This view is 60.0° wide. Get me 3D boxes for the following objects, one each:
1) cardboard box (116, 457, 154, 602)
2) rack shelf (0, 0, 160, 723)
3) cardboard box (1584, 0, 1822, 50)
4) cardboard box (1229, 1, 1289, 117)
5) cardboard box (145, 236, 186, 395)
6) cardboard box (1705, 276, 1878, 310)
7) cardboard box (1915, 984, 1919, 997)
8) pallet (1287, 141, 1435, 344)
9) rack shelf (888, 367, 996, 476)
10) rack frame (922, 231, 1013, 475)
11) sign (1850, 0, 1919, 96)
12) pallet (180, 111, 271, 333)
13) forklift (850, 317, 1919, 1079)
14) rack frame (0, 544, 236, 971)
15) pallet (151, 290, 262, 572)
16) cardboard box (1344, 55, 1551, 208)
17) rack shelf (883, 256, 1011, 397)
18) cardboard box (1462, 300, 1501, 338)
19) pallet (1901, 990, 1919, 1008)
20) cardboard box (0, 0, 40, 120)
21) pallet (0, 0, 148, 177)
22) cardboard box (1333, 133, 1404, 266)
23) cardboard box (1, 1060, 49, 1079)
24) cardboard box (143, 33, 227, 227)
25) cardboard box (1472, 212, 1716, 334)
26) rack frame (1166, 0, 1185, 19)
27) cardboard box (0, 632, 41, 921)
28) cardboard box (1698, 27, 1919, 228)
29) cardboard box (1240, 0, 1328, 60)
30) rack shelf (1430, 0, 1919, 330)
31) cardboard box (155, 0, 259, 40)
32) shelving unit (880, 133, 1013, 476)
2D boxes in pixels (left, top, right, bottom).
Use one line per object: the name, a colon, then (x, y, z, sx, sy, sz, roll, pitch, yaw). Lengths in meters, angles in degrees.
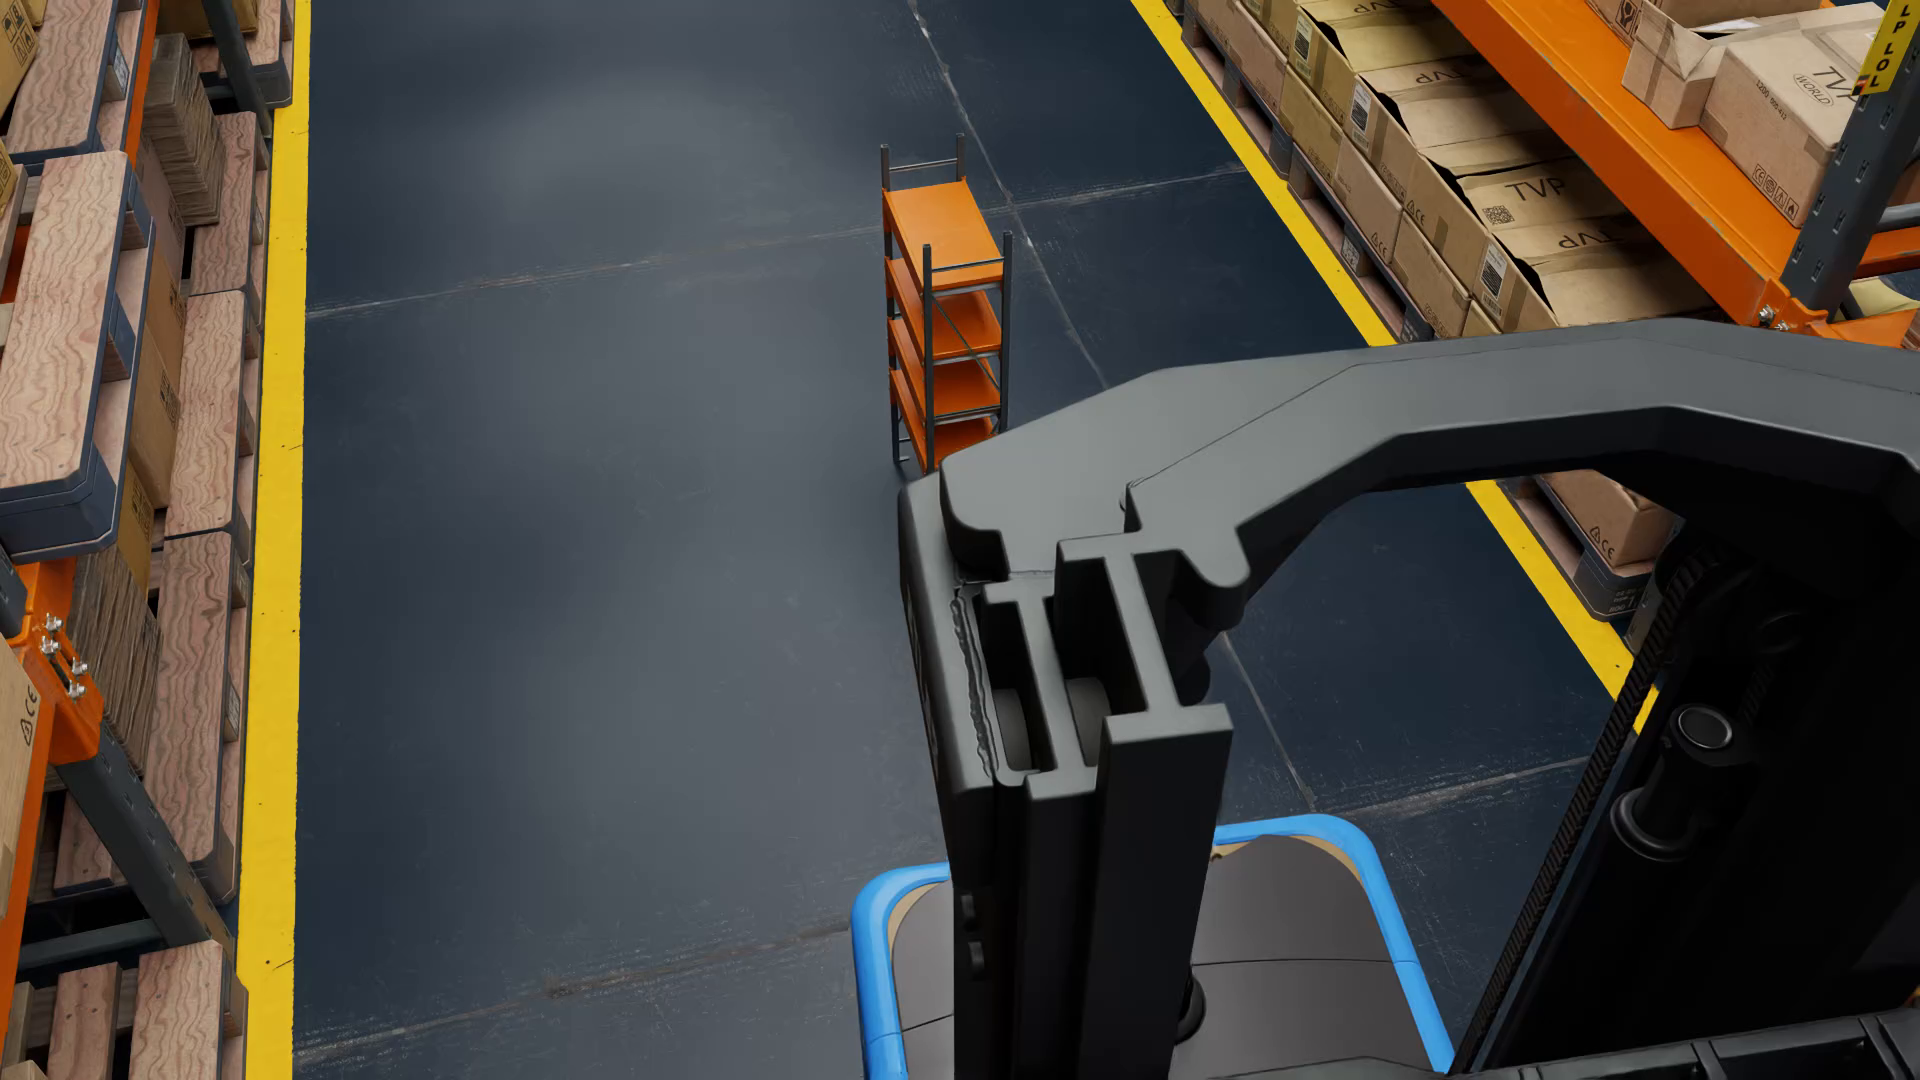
cardboard box: (-2.702, -0.023, 4.615, 0.700, 0.500, 0.500, -12, 47, -11)
rack shelf: (-2.828, -1.020, 4.653, 1.077, 0.370, 4.000, -11, 47, -10)
cardboard box: (2.156, -1.732, 4.777, 0.500, 0.500, 0.500, -8, 46, -7)
cardboard box: (1.427, -1.984, 6.725, 0.500, 0.250, 0.500, -12, 47, -11)
cardboard box: (-2.932, -0.730, 5.307, 0.700, 0.500, 0.500, -11, 47, -11)
cardboard box: (2.483, -0.858, 5.229, 0.500, 0.311, 0.500, -11, 47, -11)
cardboard box: (2.543, 1.084, 3.719, 0.500, 0.250, 0.500, -11, 47, -10)
pallet: (1.929, -1.169, 6.248, 1.003, 0.211, 1.213, -11, 47, -10)
rack shelf: (-0.042, -0.348, 5.123, 0.258, 0.148, 0.480, -11, 47, -10)
rack frame: (0.020, -0.366, 4.768, 0.240, 1.200, 0.015, -11, 47, -10)
sign: (1.949, -1.071, 3.444, 0.100, 0.325, 0.005, -11, 47, -10)
pallet: (-3.142, -1.137, 6.217, 1.003, 0.211, 1.213, -11, 47, -10)
forklift: (0.514, 1.344, 1.881, 1.130, 2.935, 3.031, -6, 46, -6)
rack frame: (-2.316, 0.109, 3.043, 1.000, 3.000, 0.127, -11, 47, -10)
pallet: (-2.833, -0.297, 5.393, 1.003, 0.211, 1.213, -11, 47, -10)
cardboard box: (1.701, -1.458, 5.818, 0.500, 0.311, 0.500, -11, 47, -11)
rack shelf: (-0.042, -0.644, 4.822, 0.258, 0.148, 0.480, -11, 47, -10)
cardboard box: (1.957, -0.567, 5.337, 0.500, 0.250, 0.500, -11, 47, -11)
pallet: (2.634, 0.733, 4.384, 1.003, 0.211, 1.213, -11, 47, -10)
cardboard box: (-2.749, -1.274, 4.020, 0.700, 0.500, 0.500, -5, 46, -5)
pallet: (-2.794, -1.227, 4.486, 1.003, 0.211, 1.213, -11, 47, -10)
cardboard box: (1.697, -1.272, 6.027, 0.500, 0.250, 0.500, -10, 46, -10)
cardboard box: (-2.150, 1.310, 3.542, 0.380, 0.166, 0.250, -16, 48, -15)
cardboard box: (-3.106, -1.445, 6.008, 0.700, 0.500, 0.500, -10, 46, -10)
cardboard box: (1.951, -0.766, 5.139, 0.500, 0.311, 0.500, -10, 46, -9)
rack frame: (1.447, -3.561, 6.640, 1.000, 3.000, 0.127, -11, 47, -10)
cardboard box: (-1.902, 0.426, 2.824, 0.500, 0.250, 0.500, -11, 47, -10)
cardboard box: (2.303, -1.079, 4.312, 0.500, 0.250, 0.500, -8, 46, -8)
cardboard box: (1.440, -2.166, 6.511, 0.500, 0.311, 0.500, -12, 47, -11)
rack shelf: (1.959, -1.929, 5.544, 1.077, 0.370, 4.000, -11, 47, -10)
cardboard box: (-3.402, -2.579, 6.889, 0.750, 0.750, 0.750, -11, 47, -11)
shelving unit: (-0.042, -0.534, 4.933, 0.258, 1.200, 0.503, -11, 47, -10)
